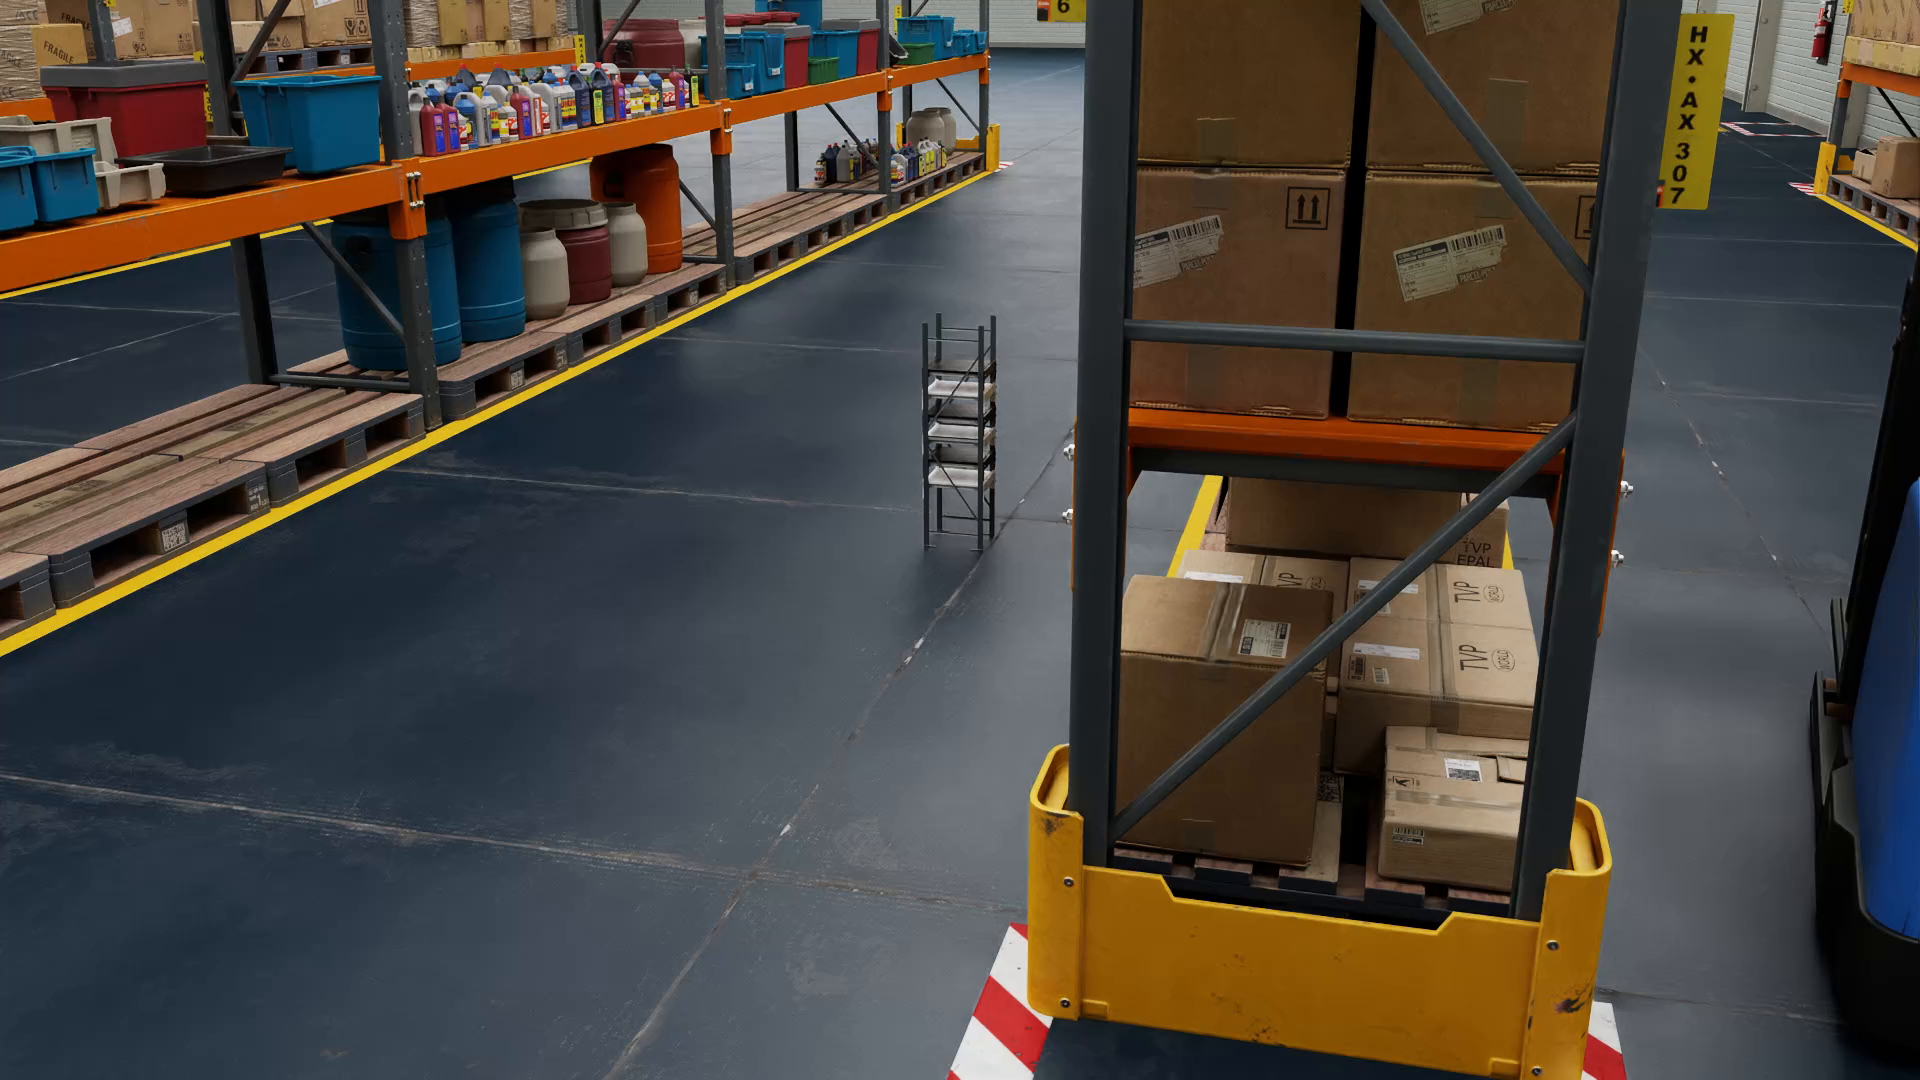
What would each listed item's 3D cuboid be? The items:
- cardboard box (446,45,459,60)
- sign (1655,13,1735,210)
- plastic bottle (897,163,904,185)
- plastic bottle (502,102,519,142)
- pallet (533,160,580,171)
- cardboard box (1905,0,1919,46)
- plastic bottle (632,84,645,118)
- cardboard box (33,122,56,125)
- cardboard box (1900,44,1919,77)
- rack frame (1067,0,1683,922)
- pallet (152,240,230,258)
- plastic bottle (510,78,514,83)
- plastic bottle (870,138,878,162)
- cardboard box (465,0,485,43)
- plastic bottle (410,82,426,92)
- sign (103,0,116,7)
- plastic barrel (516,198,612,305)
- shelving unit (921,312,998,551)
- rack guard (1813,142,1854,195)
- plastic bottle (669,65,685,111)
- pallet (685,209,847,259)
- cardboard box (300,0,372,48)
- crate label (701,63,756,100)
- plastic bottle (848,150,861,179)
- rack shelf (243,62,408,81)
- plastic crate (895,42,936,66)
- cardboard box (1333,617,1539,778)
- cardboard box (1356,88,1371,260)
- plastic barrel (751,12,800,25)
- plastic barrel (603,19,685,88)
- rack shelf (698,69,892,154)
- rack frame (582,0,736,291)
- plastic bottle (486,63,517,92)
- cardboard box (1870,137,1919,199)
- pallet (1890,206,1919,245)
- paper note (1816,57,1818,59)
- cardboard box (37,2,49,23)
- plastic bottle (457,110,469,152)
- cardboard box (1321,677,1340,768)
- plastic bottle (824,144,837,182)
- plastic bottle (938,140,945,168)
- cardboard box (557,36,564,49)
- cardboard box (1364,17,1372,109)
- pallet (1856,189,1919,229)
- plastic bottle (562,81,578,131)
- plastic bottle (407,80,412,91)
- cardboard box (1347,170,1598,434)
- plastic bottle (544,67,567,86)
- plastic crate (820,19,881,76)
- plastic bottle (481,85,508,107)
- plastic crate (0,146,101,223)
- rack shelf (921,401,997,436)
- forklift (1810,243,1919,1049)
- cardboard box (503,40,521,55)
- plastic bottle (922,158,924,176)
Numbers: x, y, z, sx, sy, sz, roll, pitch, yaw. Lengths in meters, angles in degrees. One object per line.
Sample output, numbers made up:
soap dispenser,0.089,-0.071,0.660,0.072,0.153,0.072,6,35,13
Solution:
cardboard box,-5.444,-5.073,17.287,0.380,0.149,0.250,5,19,13
sign,1.252,-0.733,2.854,0.100,0.325,0.005,5,19,13
plastic bottle,-0.592,-3.533,16.039,0.097,0.201,0.097,0,19,0
plastic bottle,-2.425,-2.243,8.922,0.097,0.201,0.097,0,19,0
pallet,-5.222,-4.570,19.739,1.003,0.211,1.213,5,19,13
cardboard box,8.527,-4.517,14.313,0.500,0.500,0.500,4,19,12
plastic bottle,-2.029,-2.752,10.411,0.097,0.201,0.097,0,19,0
cardboard box,-7.114,-2.636,12.402,1.225,0.875,0.875,4,19,11
cardboard box,8.521,-4.163,14.435,0.500,0.250,0.500,5,19,13
rack frame,0.725,-0.366,3.119,1.000,3.000,0.127,5,19,13
pallet,-6.733,-2.583,13.922,1.003,0.211,1.213,5,19,13
plastic bottle,-2.822,-2.771,10.360,0.097,0.271,0.097,0,19,0
plastic bottle,-0.913,-4.147,17.729,0.097,0.271,0.097,0,19,0
cardboard box,-5.597,-5.554,17.692,0.875,0.500,0.500,5,19,13
plastic bottle,-3.071,-2.418,9.317,0.152,0.276,0.135,5,19,13
sign,-6.386,-4.162,12.442,0.100,0.325,0.005,5,19,13
plastic barrel,-2.501,-1.815,10.442,0.600,0.588,0.708,5,19,13
shelving unit,-0.002,-0.423,6.535,0.258,0.900,0.210,5,19,13
rack guard,9.421,-3.784,16.994,1.175,0.500,0.348,5,19,13
plastic bottle,-1.864,-2.978,10.946,0.061,0.283,0.133,5,19,13
pallet,-1.595,-2.567,13.878,1.003,0.211,1.213,5,19,13
cardboard box,-6.278,-5.156,15.563,1.000,1.000,1.000,5,19,14
crate label,-1.656,-3.289,11.936,0.303,0.233,0.416,5,19,13
plastic bottle,-1.070,-3.720,16.471,0.152,0.276,0.135,5,19,13
rack shelf,-6.436,-3.944,14.706,1.077,0.370,4.000,5,19,13
plastic crate,-0.540,-4.823,16.494,0.450,0.188,0.662,5,19,13
cardboard box,1.256,0.422,4.385,0.500,0.250,0.500,5,19,13
cardboard box,1.068,-1.212,5.440,0.500,0.500,0.500,5,19,13
plastic barrel,-1.591,-4.302,14.431,0.433,0.535,0.433,0,19,0
plastic barrel,-2.303,-3.500,12.083,0.600,0.536,0.708,5,19,13
rack shelf,-1.634,-3.553,13.561,1.077,0.370,4.000,5,19,13
rack frame,-2.122,-3.266,11.609,1.000,3.000,0.127,5,19,13
plastic bottle,-2.743,-2.678,9.965,0.144,0.351,0.185,5,19,13
cardboard box,8.816,-3.402,15.194,0.700,0.500,0.500,3,19,10
pallet,8.592,-2.631,14.064,1.003,0.211,1.213,5,19,13
paper note,12.324,-6.989,23.871,0.016,0.148,0.142,5,19,13
cardboard box,-10.542,-5.696,18.492,0.875,0.550,0.550,5,19,13
plastic bottle,-2.553,-2.079,8.441,0.097,0.201,0.097,0,19,0
cardboard box,0.806,0.457,4.413,0.380,0.166,0.250,5,19,13
plastic bottle,-1.267,-3.699,16.294,0.144,0.351,0.185,4,19,12
plastic bottle,-0.202,-4.048,17.420,0.061,0.283,0.133,5,20,15
cardboard box,-4.902,-5.862,19.598,0.380,0.149,0.250,5,19,13
cardboard box,0.812,-1.369,4.354,0.500,0.500,0.500,5,20,15
pallet,8.888,-3.015,15.187,1.003,0.211,1.213,5,19,13
plastic bottle,-2.255,-2.494,9.548,0.097,0.271,0.097,0,19,0
plastic bottle,-3.007,-2.350,9.002,0.144,0.351,0.185,5,19,13
cardboard box,1.090,-0.532,3.449,0.500,0.500,0.500,5,20,15
plastic bottle,-2.654,-2.952,10.882,0.152,0.276,0.135,5,19,13
plastic crate,-0.967,-4.374,14.754,0.402,0.464,0.583,5,19,13
plastic bottle,-2.538,-2.371,9.180,0.152,0.276,0.135,5,19,13
plastic crate,-3.302,-1.266,5.920,0.416,0.233,0.300,5,19,13
rack shelf,-0.002,-0.477,6.516,0.258,0.077,0.200,5,19,13
forklift,2.957,-0.666,4.102,1.130,2.935,3.031,9,21,24
cardboard box,-5.105,-5.462,18.426,0.380,0.149,0.250,5,19,13
plastic bottle,-0.407,-3.770,16.733,0.097,0.201,0.097,0,19,0
